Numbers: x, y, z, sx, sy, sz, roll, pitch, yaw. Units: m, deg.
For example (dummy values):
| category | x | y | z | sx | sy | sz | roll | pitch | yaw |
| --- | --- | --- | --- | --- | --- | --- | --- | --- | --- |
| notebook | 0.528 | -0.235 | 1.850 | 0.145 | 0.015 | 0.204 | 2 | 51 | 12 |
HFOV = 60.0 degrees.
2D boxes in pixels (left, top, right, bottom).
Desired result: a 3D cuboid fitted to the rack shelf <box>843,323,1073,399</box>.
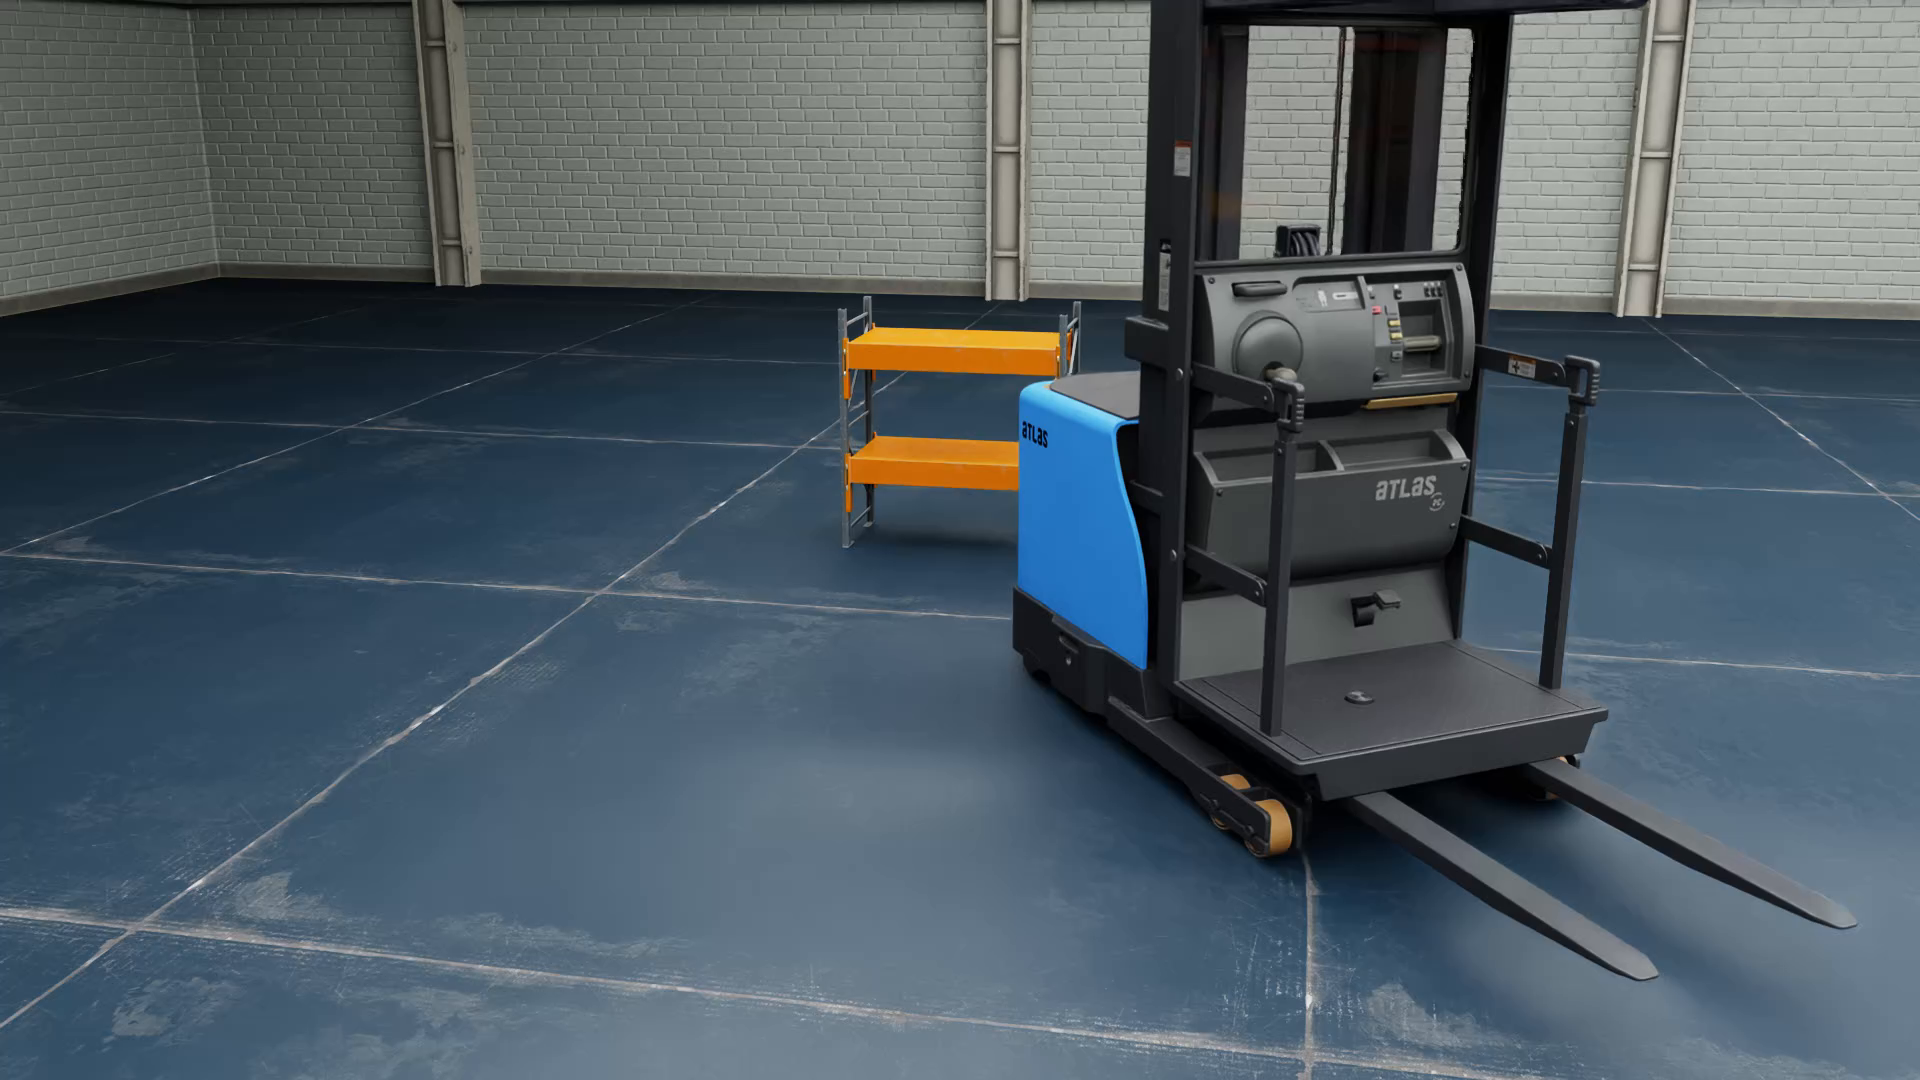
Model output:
| category | x | y | z | sx | sy | sz | roll | pitch | yaw |
| --- | --- | --- | --- | --- | --- | --- | --- | --- | --- |
| rack shelf | 0.007 | -0.824 | 7.762 | 1.000 | 0.278 | 0.538 | 3 | 16 | 11 |

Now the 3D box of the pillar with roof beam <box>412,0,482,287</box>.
| category | x | y | z | sx | sy | sz | roll | pitch | yaw |
| --- | --- | --- | --- | --- | --- | --- | --- | --- | --- |
| pillar with roof beam | -6.261 | -5.966 | 12.673 | 0.400 | 9.000 | 9.100 | 3 | 16 | 11 |

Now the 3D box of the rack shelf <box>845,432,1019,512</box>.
| category | x | y | z | sx | sy | sz | roll | pitch | yaw |
| --- | --- | --- | --- | --- | --- | --- | --- | --- | --- |
| rack shelf | 0.007 | -0.306 | 7.906 | 1.000 | 0.278 | 0.538 | 3 | 16 | 11 |

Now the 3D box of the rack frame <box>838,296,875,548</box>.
| category | x | y | z | sx | sy | sz | roll | pitch | yaw |
| --- | --- | --- | --- | --- | --- | --- | --- | --- | --- |
| rack frame | -0.492 | -0.569 | 7.938 | 0.032 | 1.125 | 0.500 | 3 | 16 | 11 |

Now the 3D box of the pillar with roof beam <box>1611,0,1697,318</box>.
| category | x | y | z | sx | sy | sz | roll | pitch | yaw |
| --- | --- | --- | --- | --- | --- | --- | --- | --- | --- |
| pillar with roof beam | 5.498 | -5.328 | 10.368 | 0.400 | 9.000 | 9.100 | 3 | 16 | 11 |

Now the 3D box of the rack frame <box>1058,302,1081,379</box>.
| category | x | y | z | sx | sy | sz | roll | pitch | yaw |
| --- | --- | --- | --- | --- | --- | --- | --- | --- | --- |
| rack frame | 0.505 | -0.515 | 7.743 | 0.032 | 1.125 | 0.500 | 3 | 16 | 11 |

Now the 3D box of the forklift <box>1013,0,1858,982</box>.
| category | x | y | z | sx | sy | sz | roll | pitch | yaw |
| --- | --- | --- | --- | --- | --- | --- | --- | --- | --- |
| forklift | 1.228 | -0.637 | 4.800 | 1.130 | 2.935 | 3.031 | -6 | 17 | -22 |

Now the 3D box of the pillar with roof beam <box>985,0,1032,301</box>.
| category | x | y | z | sx | sy | sz | roll | pitch | yaw |
| --- | --- | --- | --- | --- | --- | --- | --- | --- | --- |
| pillar with roof beam | -0.381 | -5.647 | 11.520 | 0.400 | 9.000 | 9.100 | 3 | 16 | 11 |

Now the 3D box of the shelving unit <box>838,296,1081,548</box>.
| category | x | y | z | sx | sy | sz | roll | pitch | yaw |
| --- | --- | --- | --- | --- | --- | --- | --- | --- | --- |
| shelving unit | 0.007 | -0.542 | 7.841 | 1.048 | 1.125 | 0.538 | 3 | 16 | 11 |
